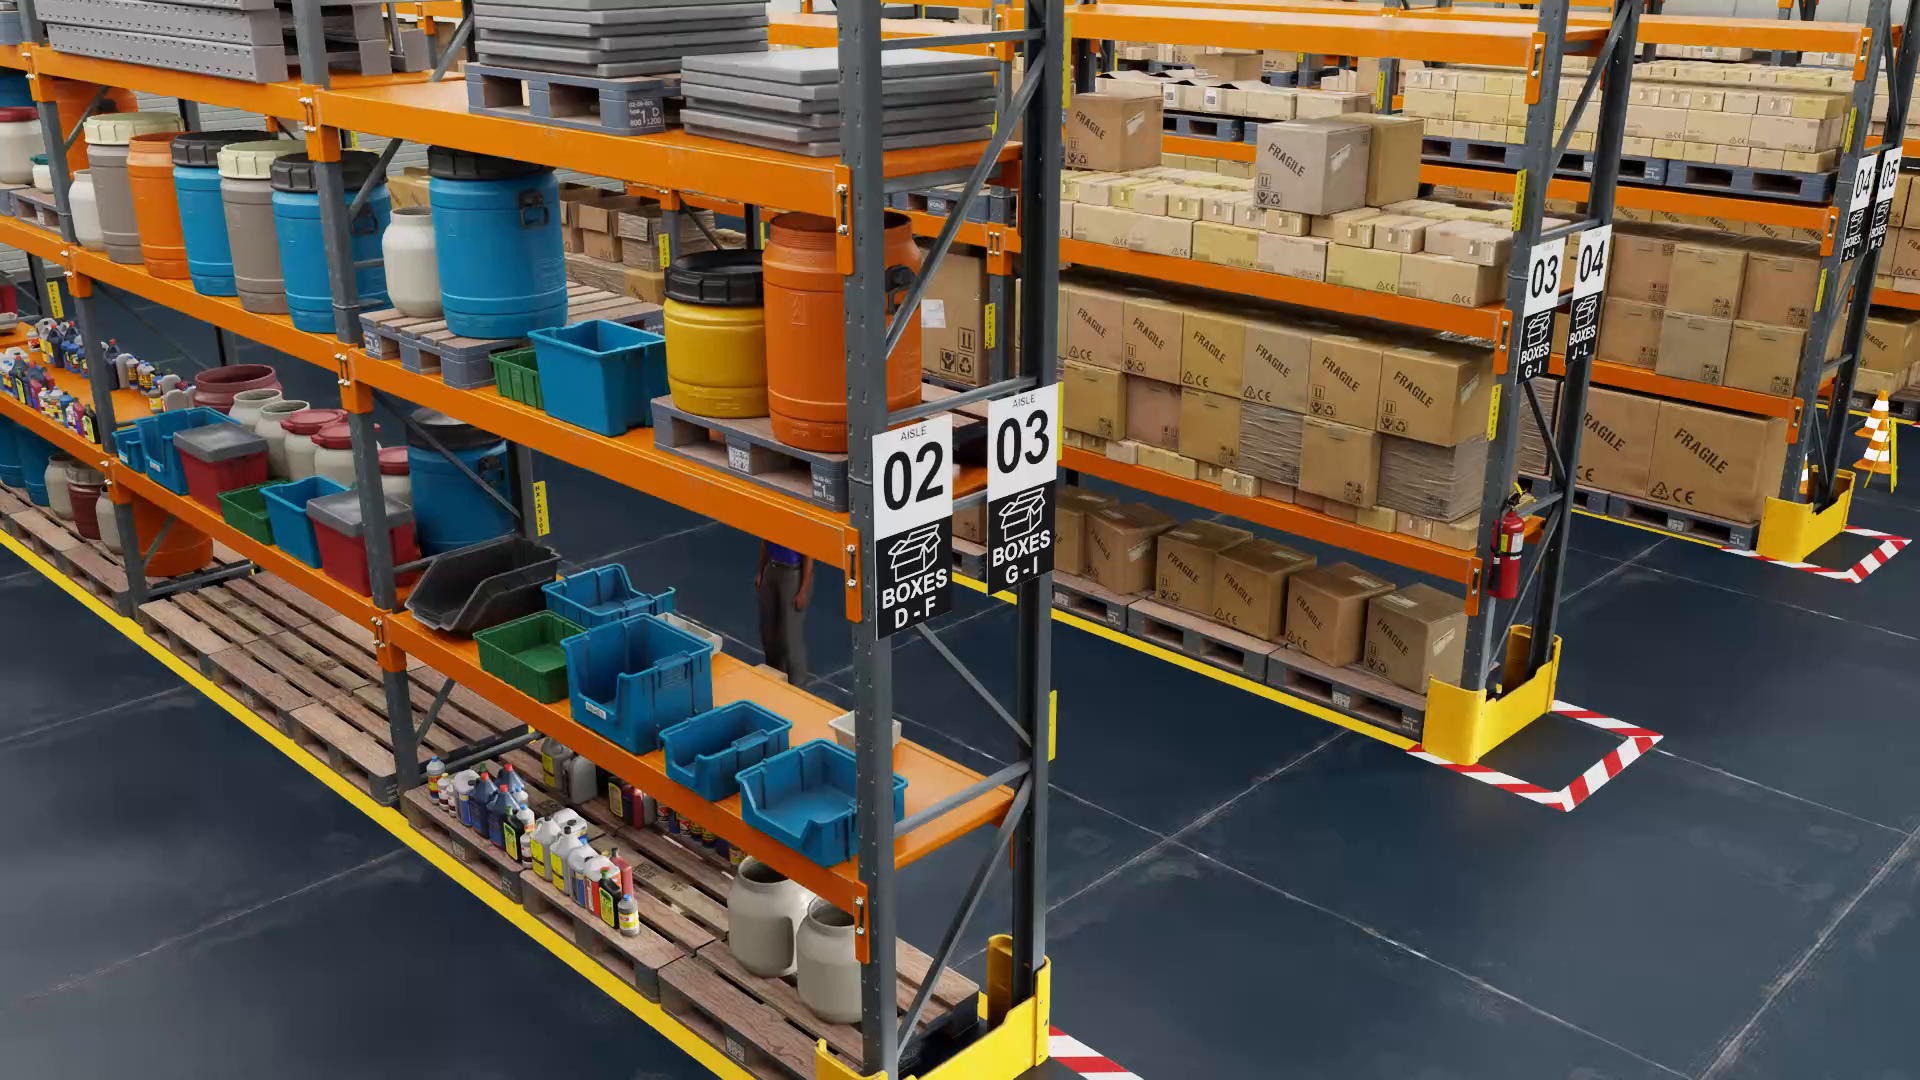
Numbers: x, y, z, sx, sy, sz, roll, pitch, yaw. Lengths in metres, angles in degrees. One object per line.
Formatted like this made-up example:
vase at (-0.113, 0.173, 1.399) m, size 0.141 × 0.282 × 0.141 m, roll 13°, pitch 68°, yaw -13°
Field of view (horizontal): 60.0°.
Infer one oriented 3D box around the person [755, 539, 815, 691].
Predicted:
person at (-1.167, 0.285, 10.833) m, size 0.504 × 1.655 × 0.392 m, roll 19°, pitch 28°, yaw 41°
